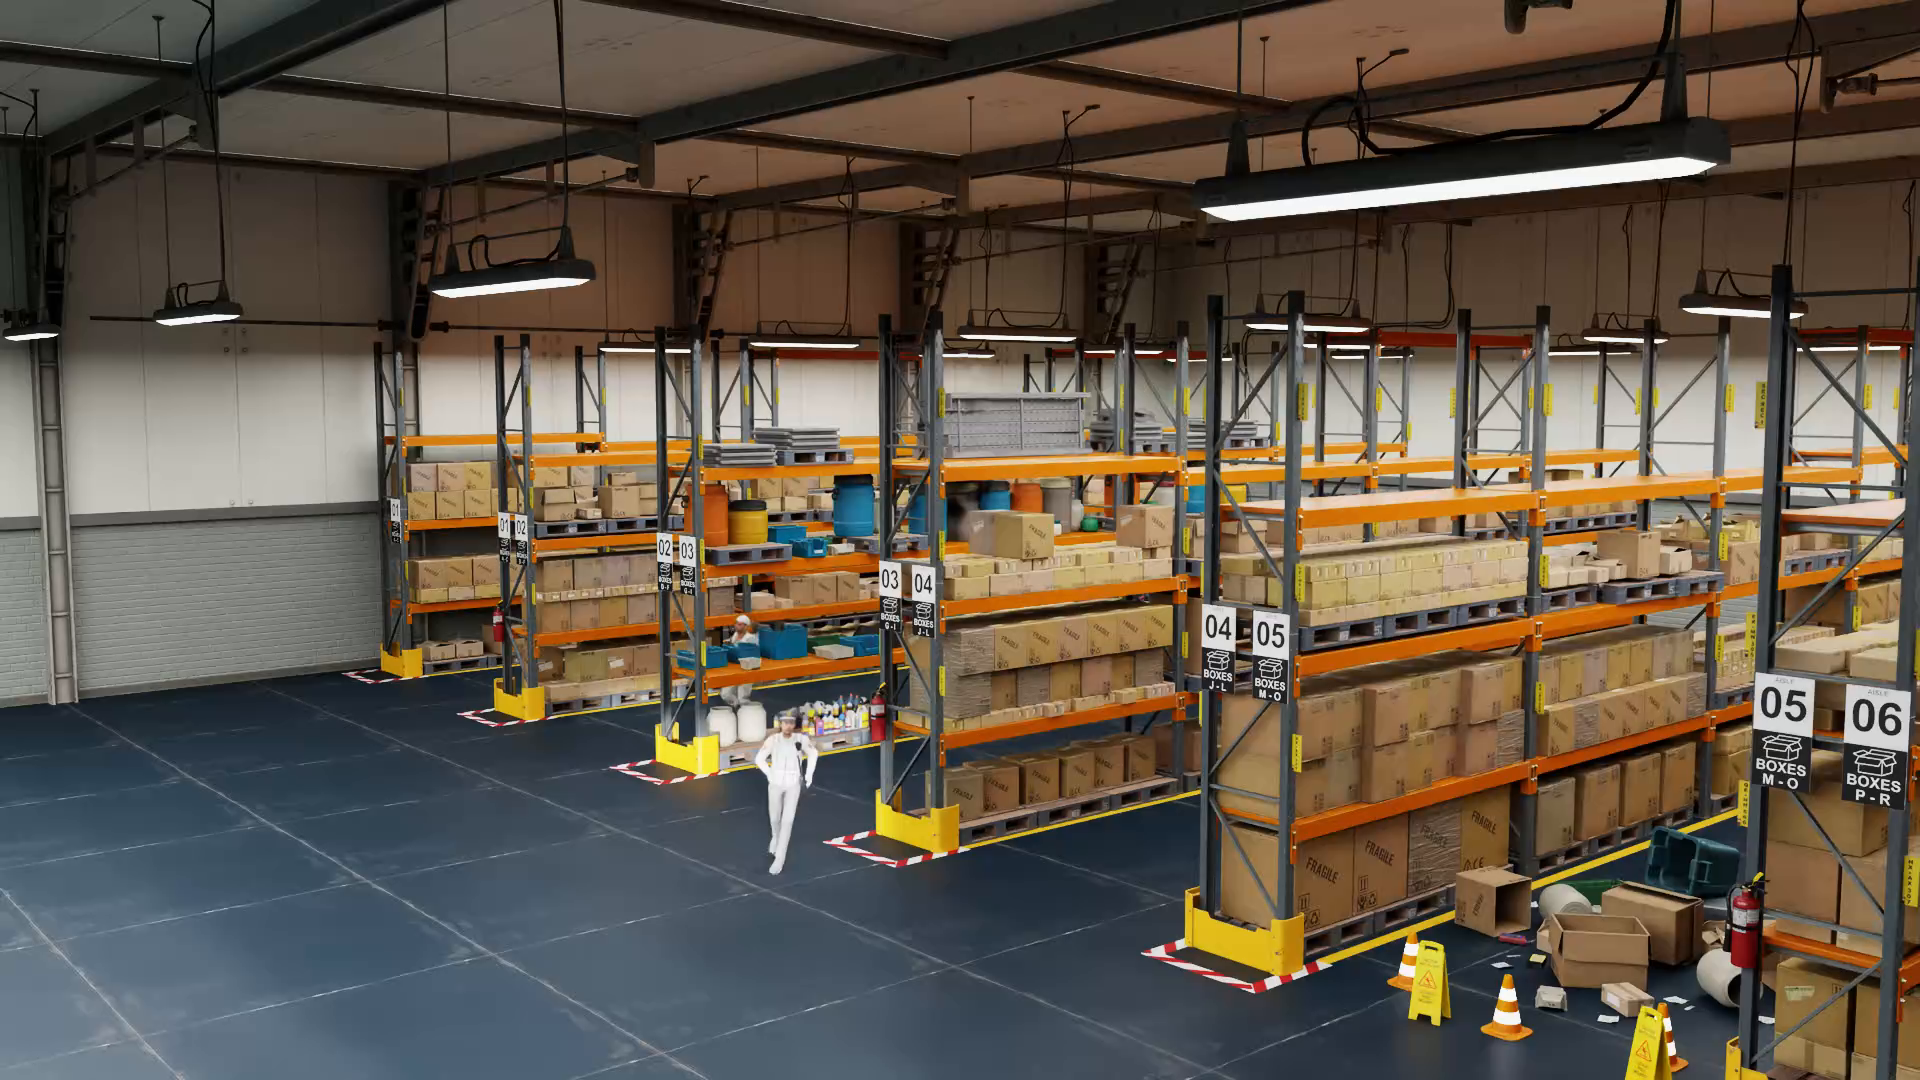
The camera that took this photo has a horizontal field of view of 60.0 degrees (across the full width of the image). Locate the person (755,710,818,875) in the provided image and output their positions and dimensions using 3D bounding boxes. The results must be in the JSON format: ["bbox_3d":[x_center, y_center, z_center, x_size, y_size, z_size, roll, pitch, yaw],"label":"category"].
[{"bbox_3d":[-1.894,2.680,18.057,0.659,1.710,0.870,0,5,2],"label":"person"}]

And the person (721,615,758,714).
[{"bbox_3d":[-3.329,1.996,25.047,0.633,1.739,0.619,4,7,37],"label":"person"}]
